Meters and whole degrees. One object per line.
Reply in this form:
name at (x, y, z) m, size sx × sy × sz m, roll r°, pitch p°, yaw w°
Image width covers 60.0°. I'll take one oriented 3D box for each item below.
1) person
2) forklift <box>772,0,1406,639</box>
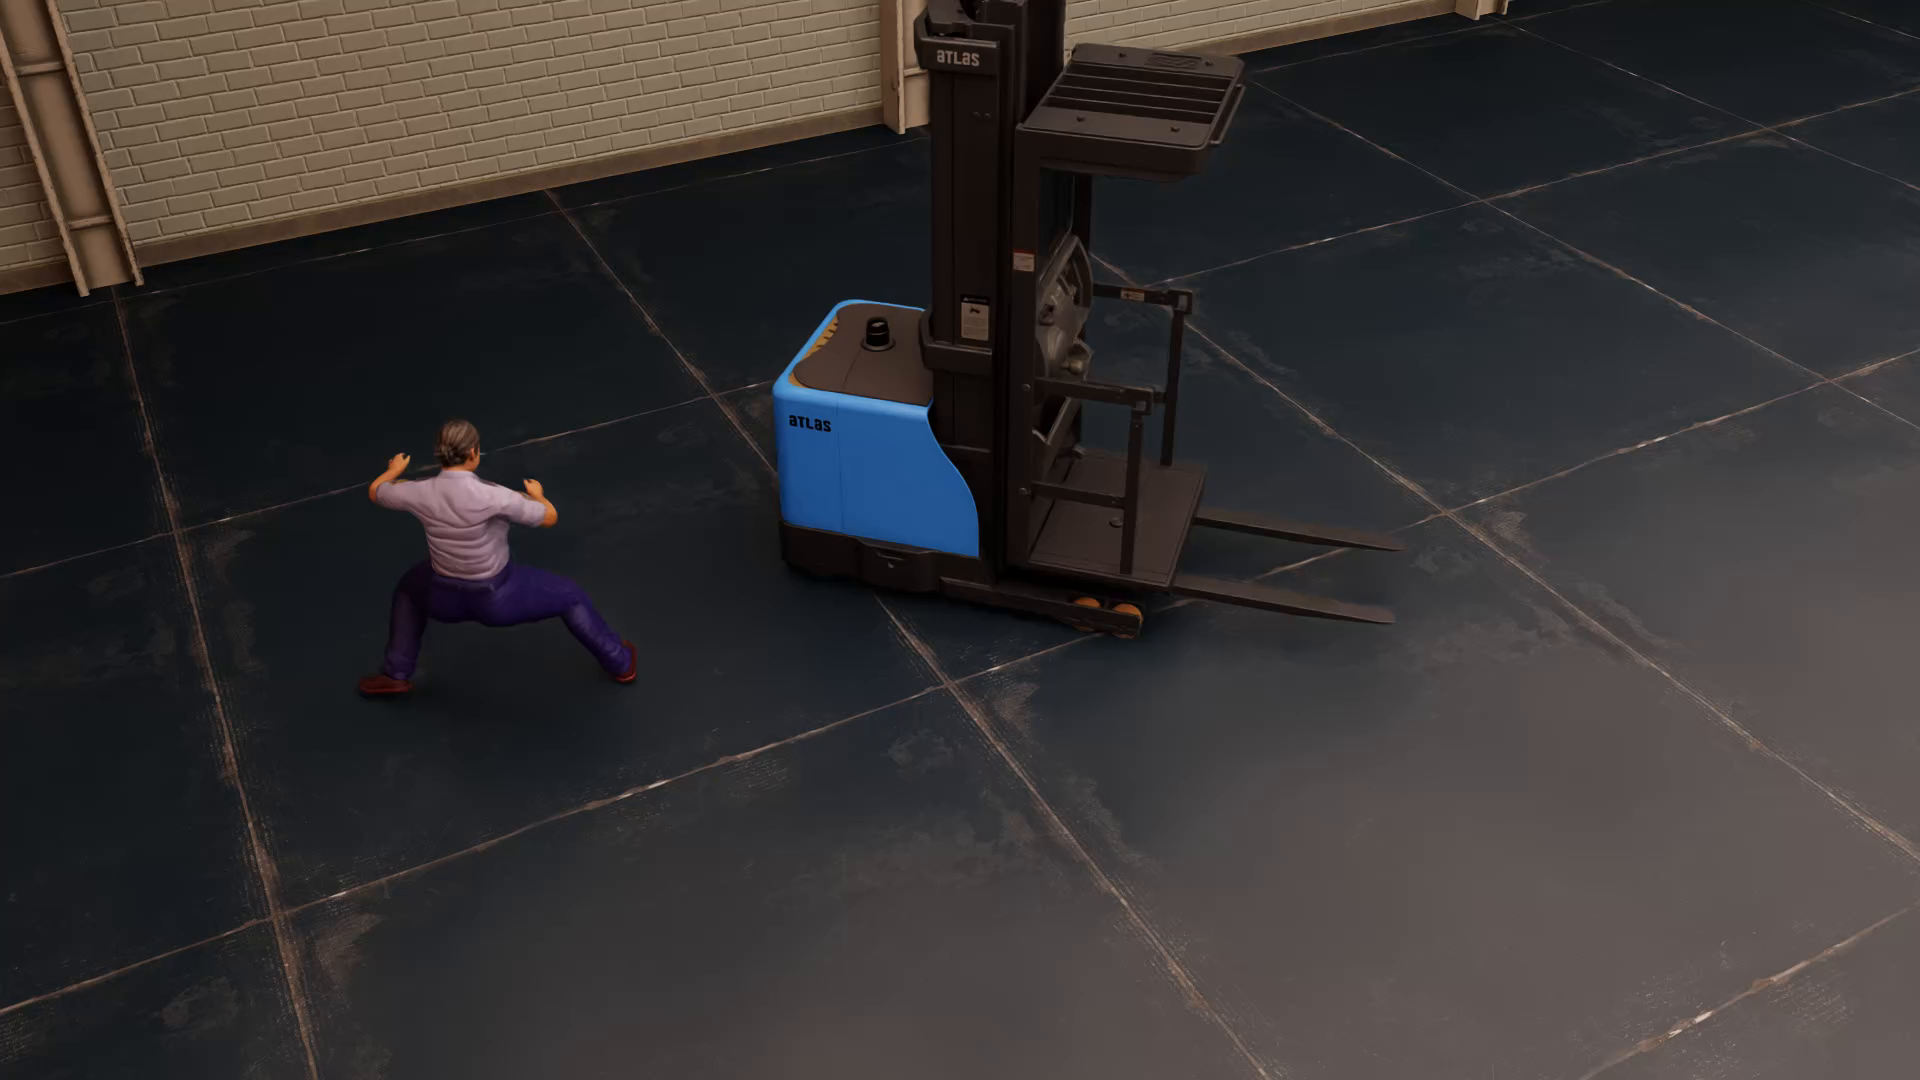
person at (-2.126, 0.064, 7.331) m, size 1.228 × 1.432 × 0.633 m, roll 4°, pitch 35°, yaw 6°
forklift at (0.670, -1.066, 7.631) m, size 3.031 × 2.935 × 1.130 m, roll 10°, pitch 36°, yaw 14°
